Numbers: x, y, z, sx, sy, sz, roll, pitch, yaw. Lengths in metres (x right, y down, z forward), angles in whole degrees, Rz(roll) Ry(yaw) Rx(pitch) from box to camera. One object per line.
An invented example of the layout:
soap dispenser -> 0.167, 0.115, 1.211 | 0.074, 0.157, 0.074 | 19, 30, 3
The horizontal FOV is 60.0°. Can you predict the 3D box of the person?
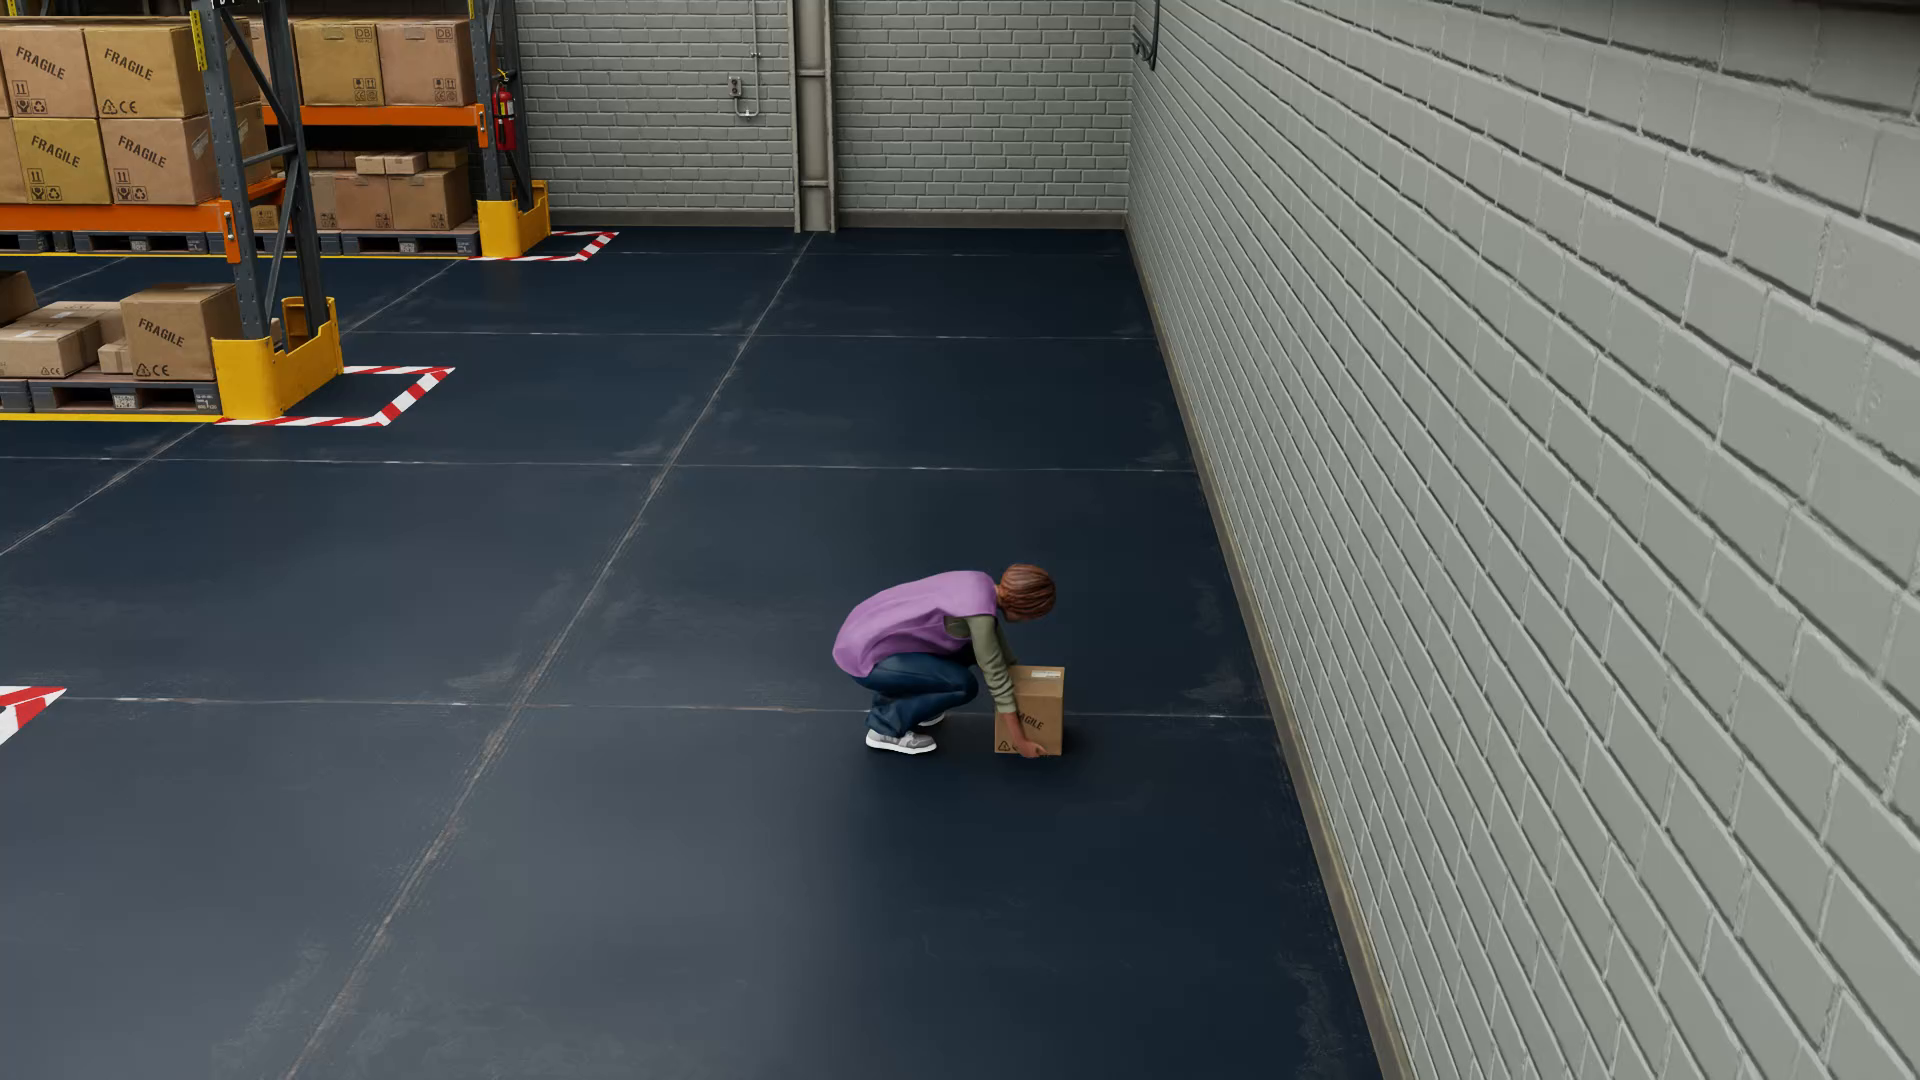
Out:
person -> -0.060, 0.456, 6.255 | 0.831, 0.754, 0.435 | 2, 21, 4
